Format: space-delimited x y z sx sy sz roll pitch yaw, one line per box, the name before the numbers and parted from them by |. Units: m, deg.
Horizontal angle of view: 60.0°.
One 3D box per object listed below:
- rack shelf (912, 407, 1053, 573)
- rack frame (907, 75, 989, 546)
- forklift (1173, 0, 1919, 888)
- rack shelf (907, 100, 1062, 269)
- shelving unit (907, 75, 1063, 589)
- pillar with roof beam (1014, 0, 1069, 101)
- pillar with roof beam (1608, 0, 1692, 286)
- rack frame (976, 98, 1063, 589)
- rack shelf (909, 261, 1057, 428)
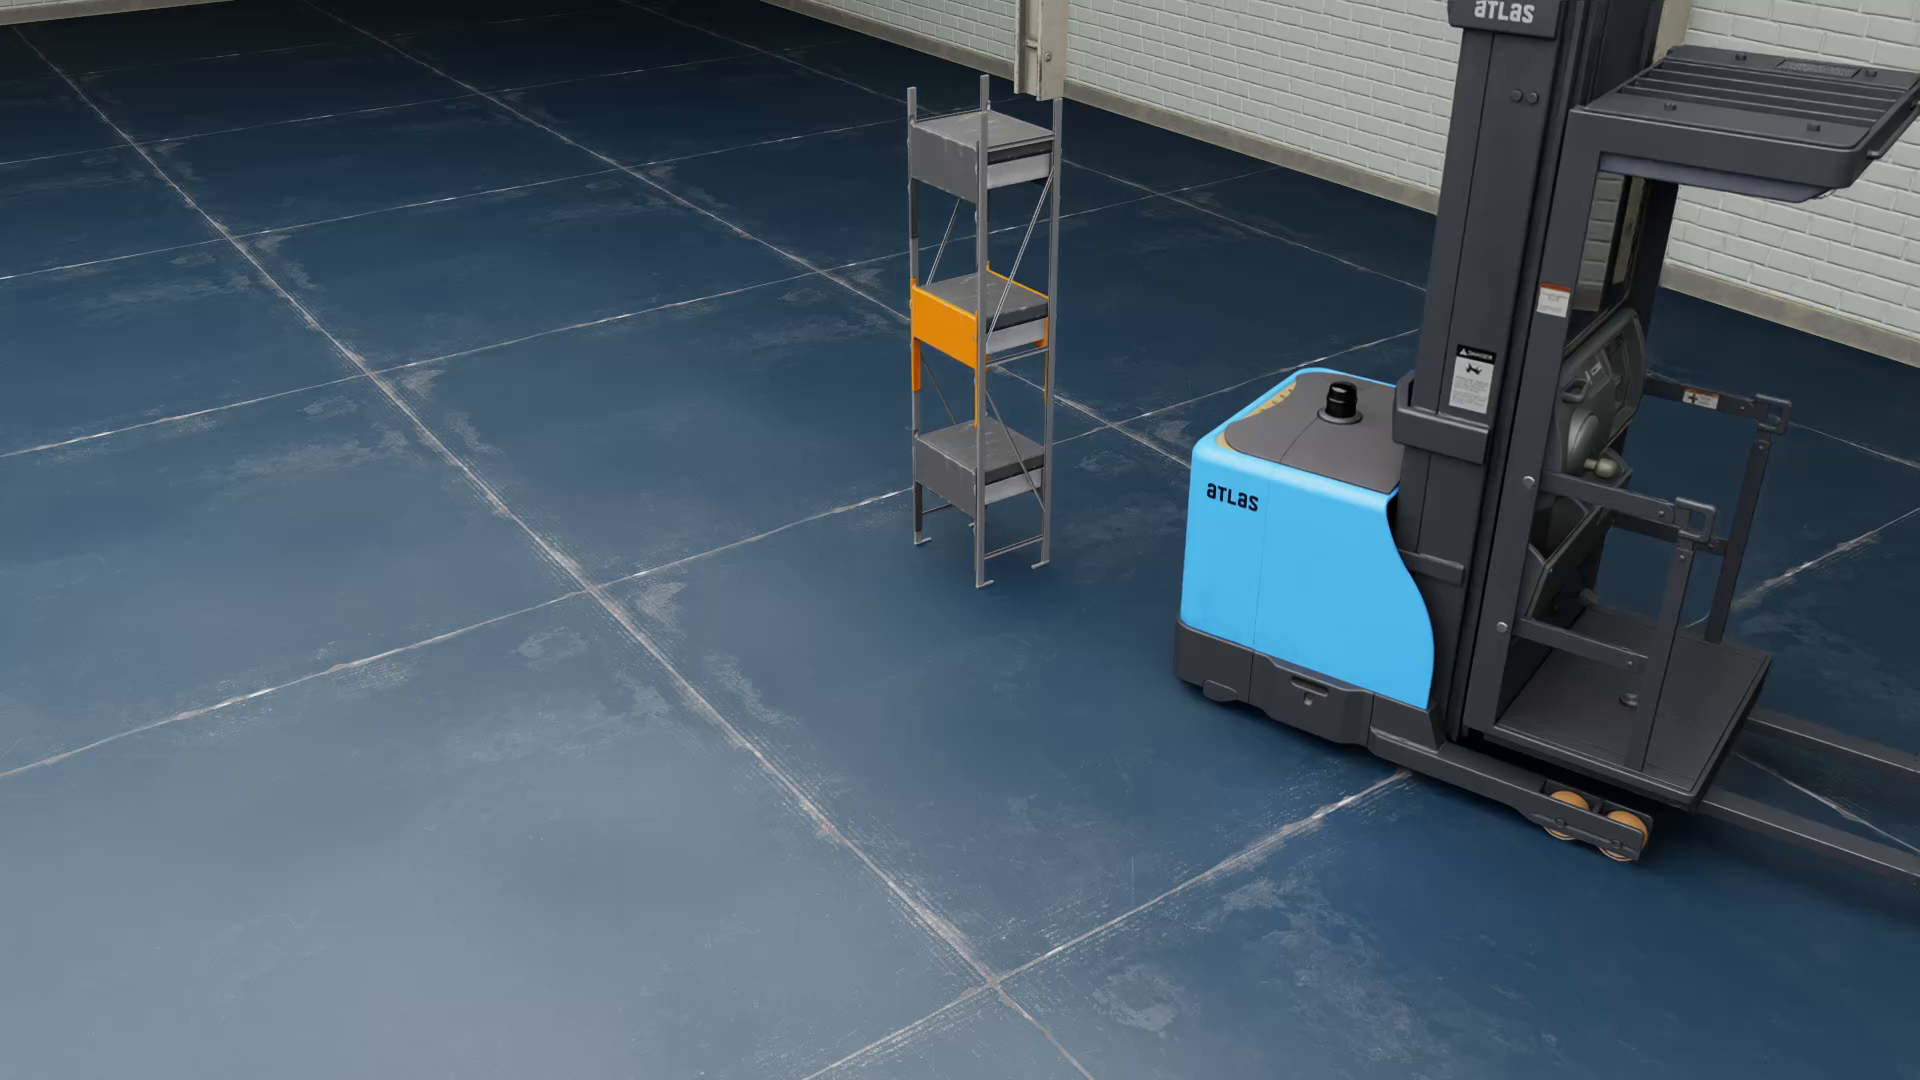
rack shelf | 0.096 -0.231 7.471 0.431 0.518 0.480 -19 34 -31
rack frame | -0.046 -0.953 7.305 0.400 2.100 0.015 -19 34 -31
forklift | 2.341 -0.473 5.551 3.031 2.935 1.130 19 34 31
rack shelf | 0.096 -1.461 6.803 0.431 0.518 0.480 -19 34 -31
shelving unit | 0.096 -0.858 7.130 0.431 2.100 0.503 -19 34 -31
pillar with roof beam | -2.773 -6.864 10.961 9.100 9.000 0.400 -19 34 -31
pillar with roof beam | 0.708 -4.532 6.666 9.100 9.000 0.400 -19 34 -31
rack frame | 0.238 -0.763 6.956 0.400 2.100 0.015 -19 34 -31
rack shelf | 0.096 -0.846 7.137 0.431 0.518 0.480 -19 34 -31
